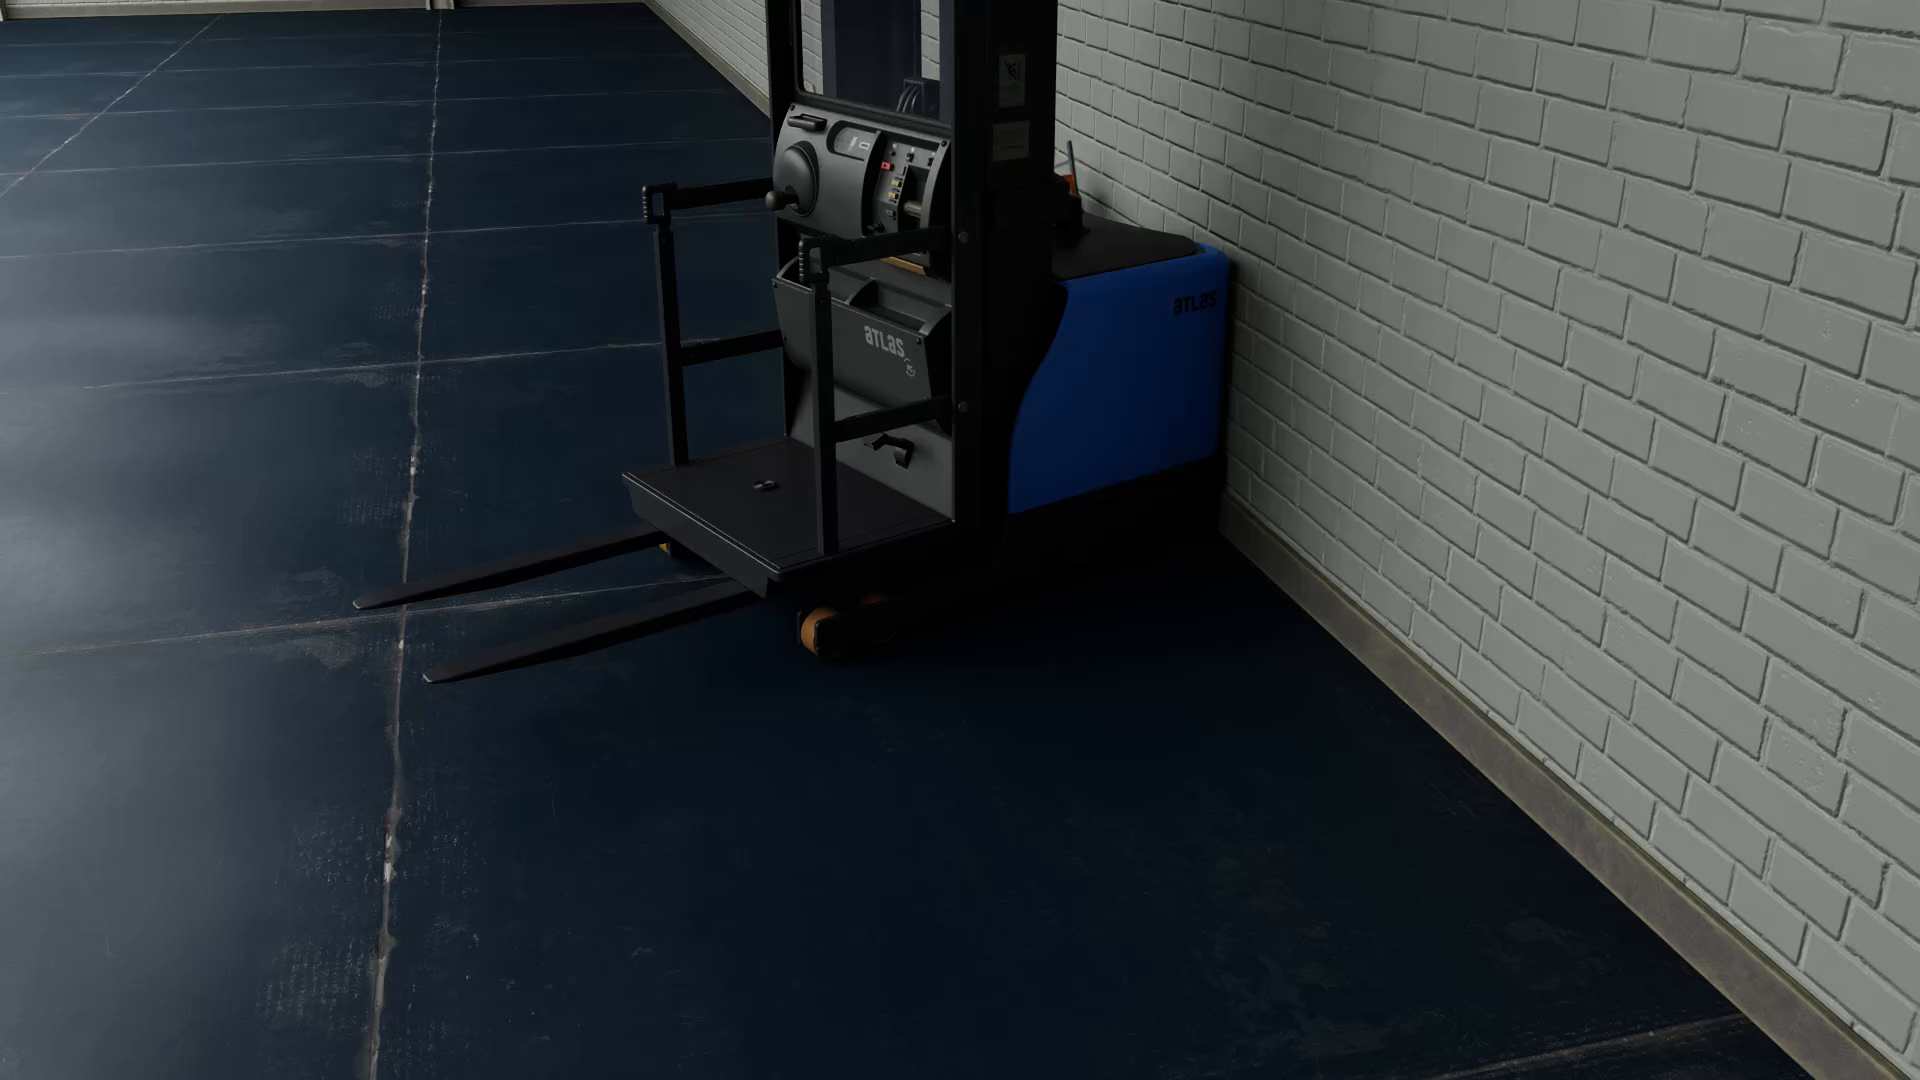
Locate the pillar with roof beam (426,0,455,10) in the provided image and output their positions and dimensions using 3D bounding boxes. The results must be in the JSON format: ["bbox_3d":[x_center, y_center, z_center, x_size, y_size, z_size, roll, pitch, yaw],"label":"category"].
[{"bbox_3d":[-6.496,-10.346,18.949,0.400,9.000,9.100,-6,24,-14],"label":"pillar with roof beam"}]

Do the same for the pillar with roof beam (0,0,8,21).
[{"bbox_3d":[-12.273,-9.707,17.460,0.400,9.000,9.100,-6,24,-14],"label":"pillar with roof beam"}]

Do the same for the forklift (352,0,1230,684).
[{"bbox_3d":[-0.501,-1.199,5.327,3.031,2.935,1.130,-16,28,-33],"label":"forklift"}]

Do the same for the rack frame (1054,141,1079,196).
[{"bbox_3d":[0.511,-1.135,7.343,0.015,1.200,0.240,-10,6,-23],"label":"rack frame"}]

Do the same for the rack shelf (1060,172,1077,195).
[{"bbox_3d":[0.235,-1.483,7.212,0.480,0.148,0.258,-10,6,-23],"label":"rack shelf"}]

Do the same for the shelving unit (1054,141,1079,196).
[{"bbox_3d":[0.289,-1.096,7.248,0.503,1.200,0.258,-10,6,-23],"label":"shelving unit"}]
